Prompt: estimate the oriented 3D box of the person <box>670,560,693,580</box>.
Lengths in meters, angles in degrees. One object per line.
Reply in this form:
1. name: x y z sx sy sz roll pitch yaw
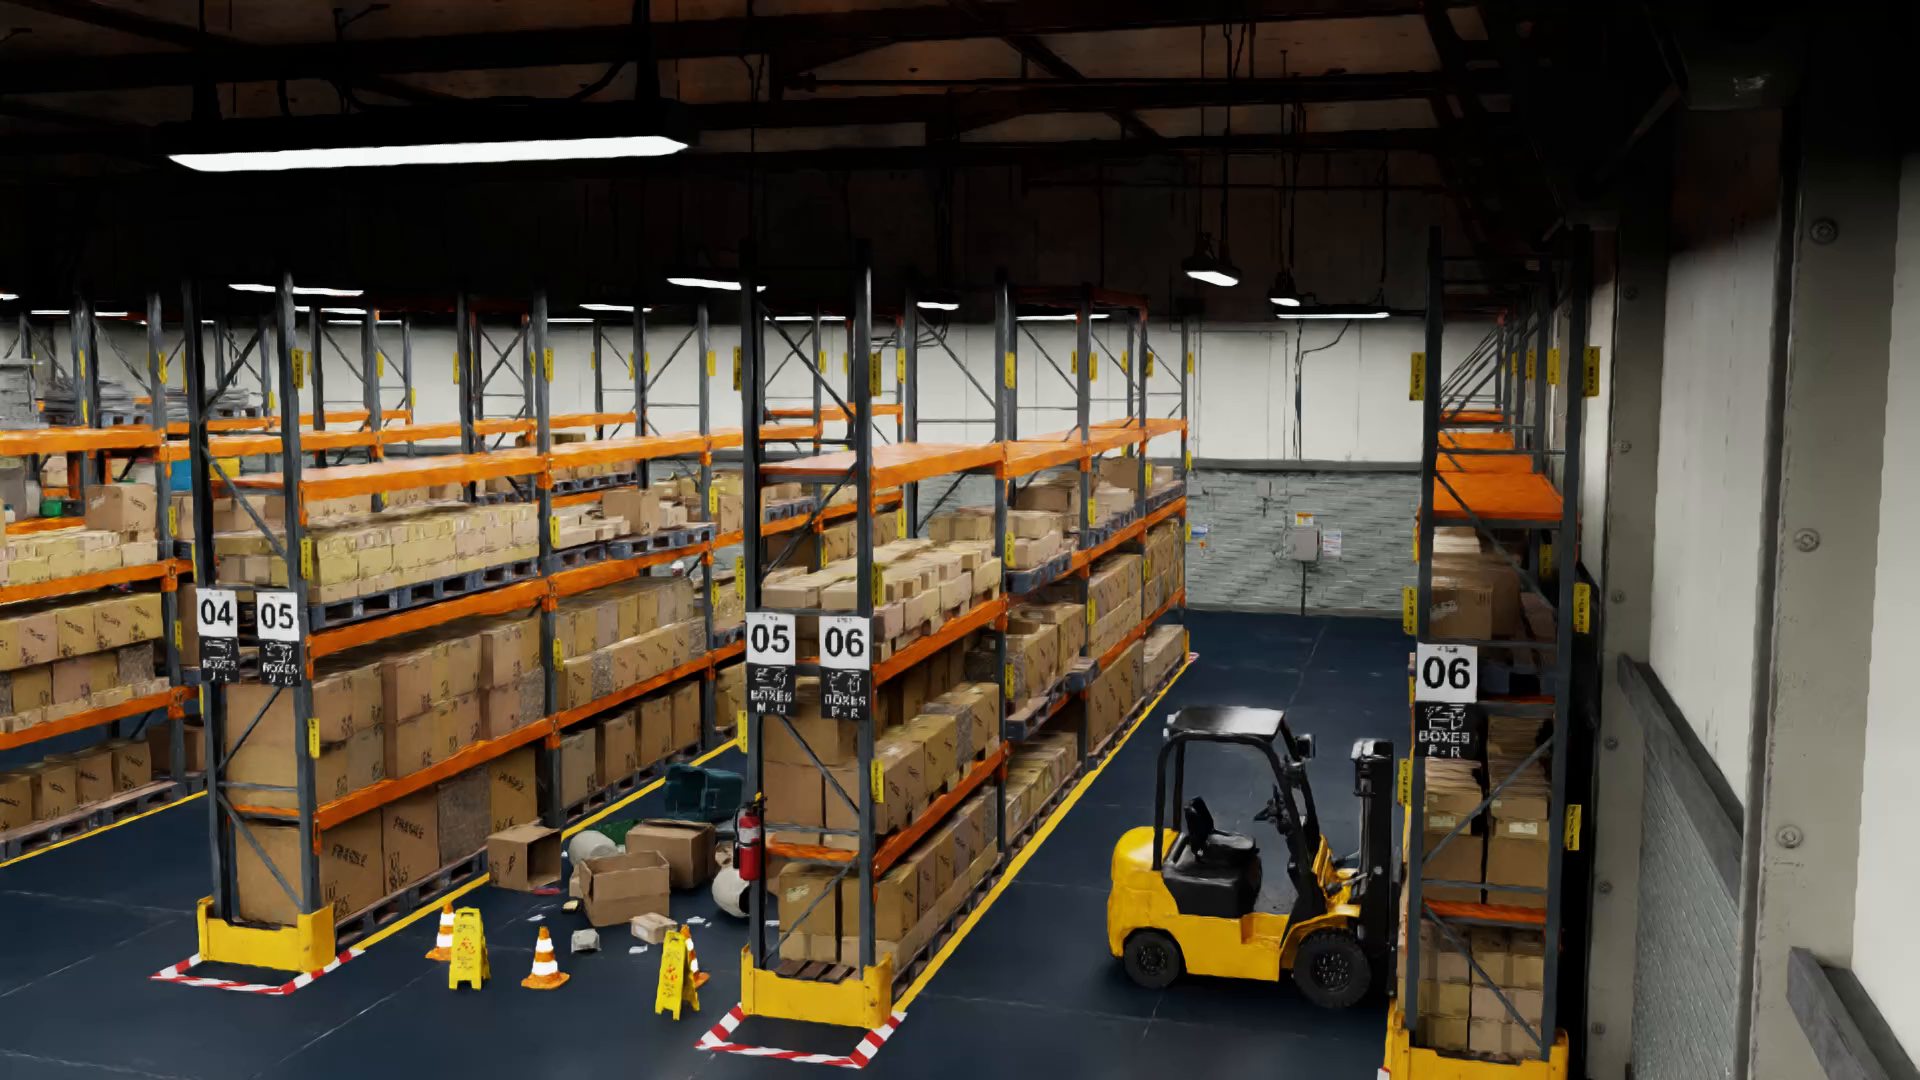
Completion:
1. person: -4.697 1.184 27.882 0.553 1.709 1.120 2 7 18
